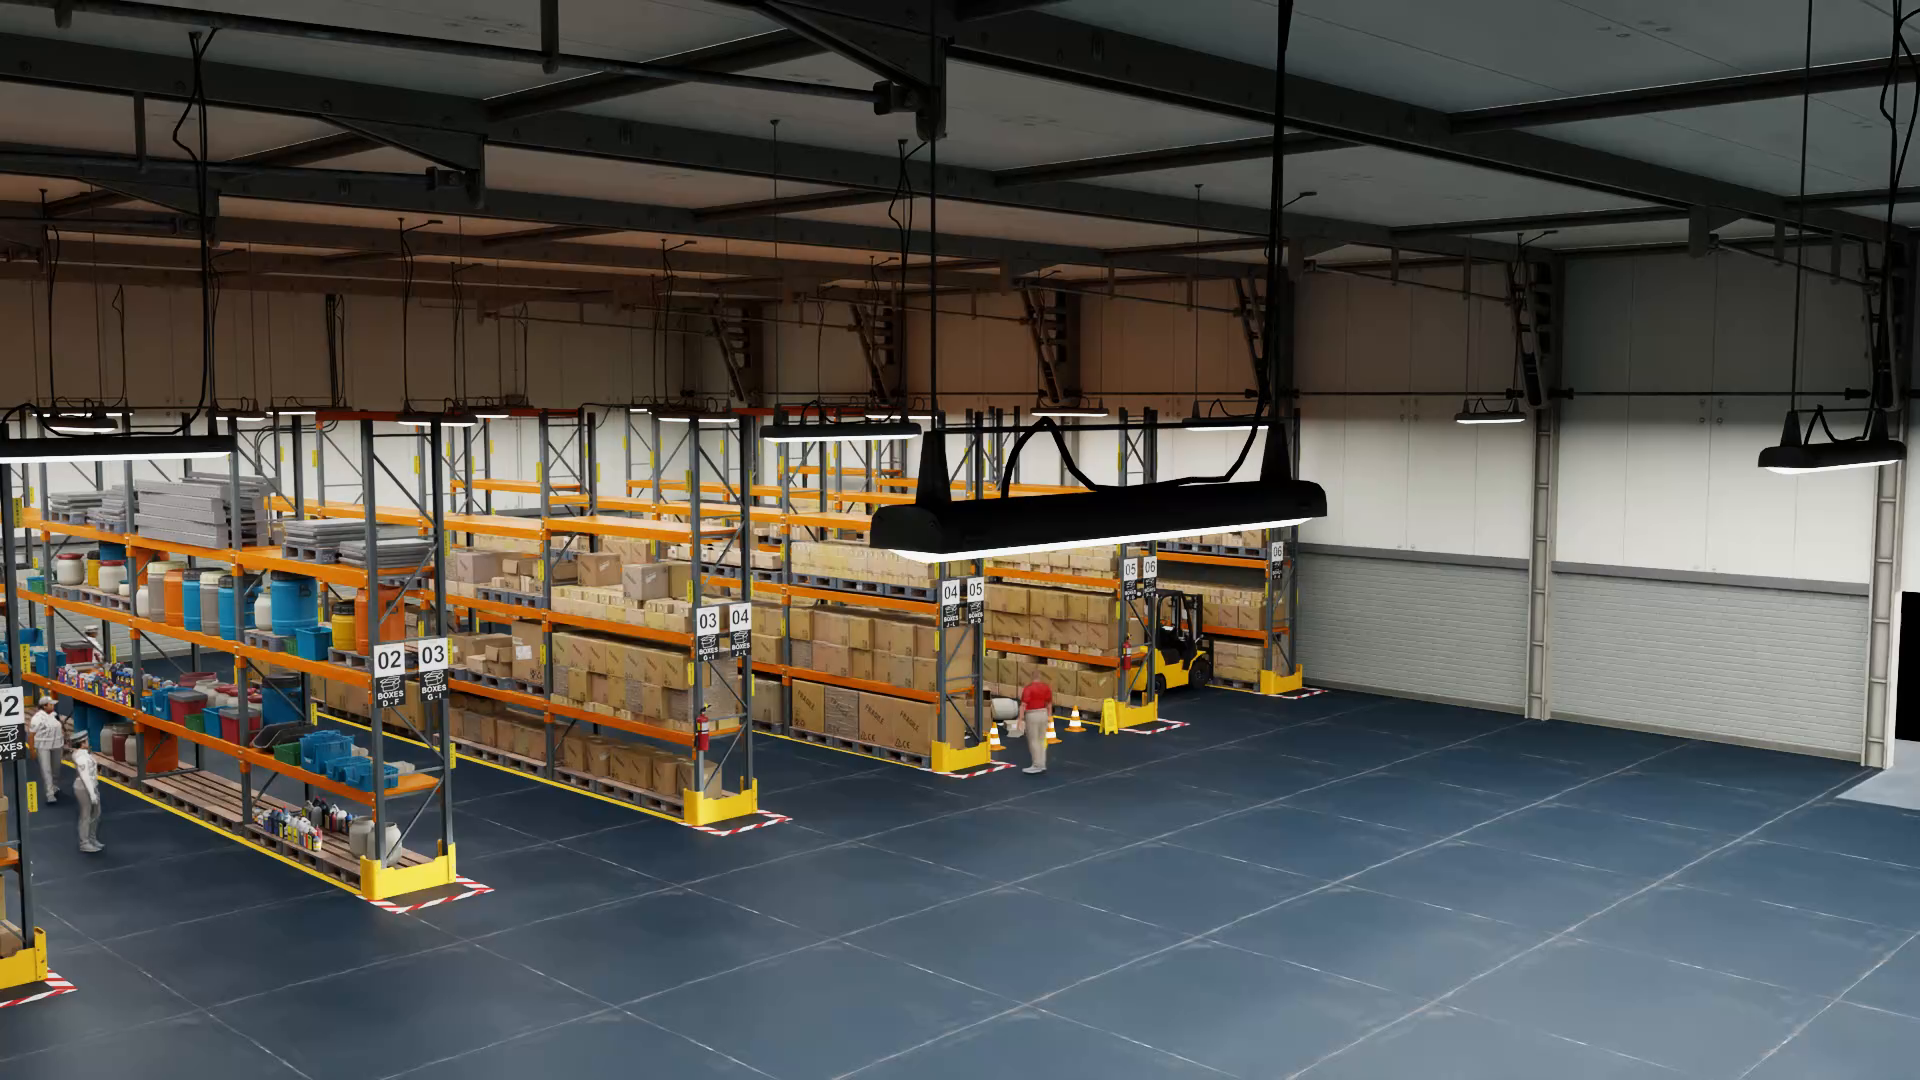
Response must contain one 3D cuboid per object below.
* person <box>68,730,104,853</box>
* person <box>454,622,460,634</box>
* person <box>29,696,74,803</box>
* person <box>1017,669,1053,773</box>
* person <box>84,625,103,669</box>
[{"bbox_3d":[-12.071,3.487,23.001,0.402,1.742,0.557,-1,5,-12],"label":"person"},{"bbox_3d":[-10.466,2.479,34.442,0.479,1.592,0.465,4,6,39],"label":"person"},{"bbox_3d":[-14.178,3.229,25.930,0.620,1.607,1.012,-5,7,-42],"label":"person"},{"bbox_3d":[1.254,3.025,27.770,0.630,1.756,0.415,-3,6,-34],"label":"person"},{"bbox_3d":[-17.406,2.552,33.440,0.516,1.678,0.388,4,6,38],"label":"person"}]
